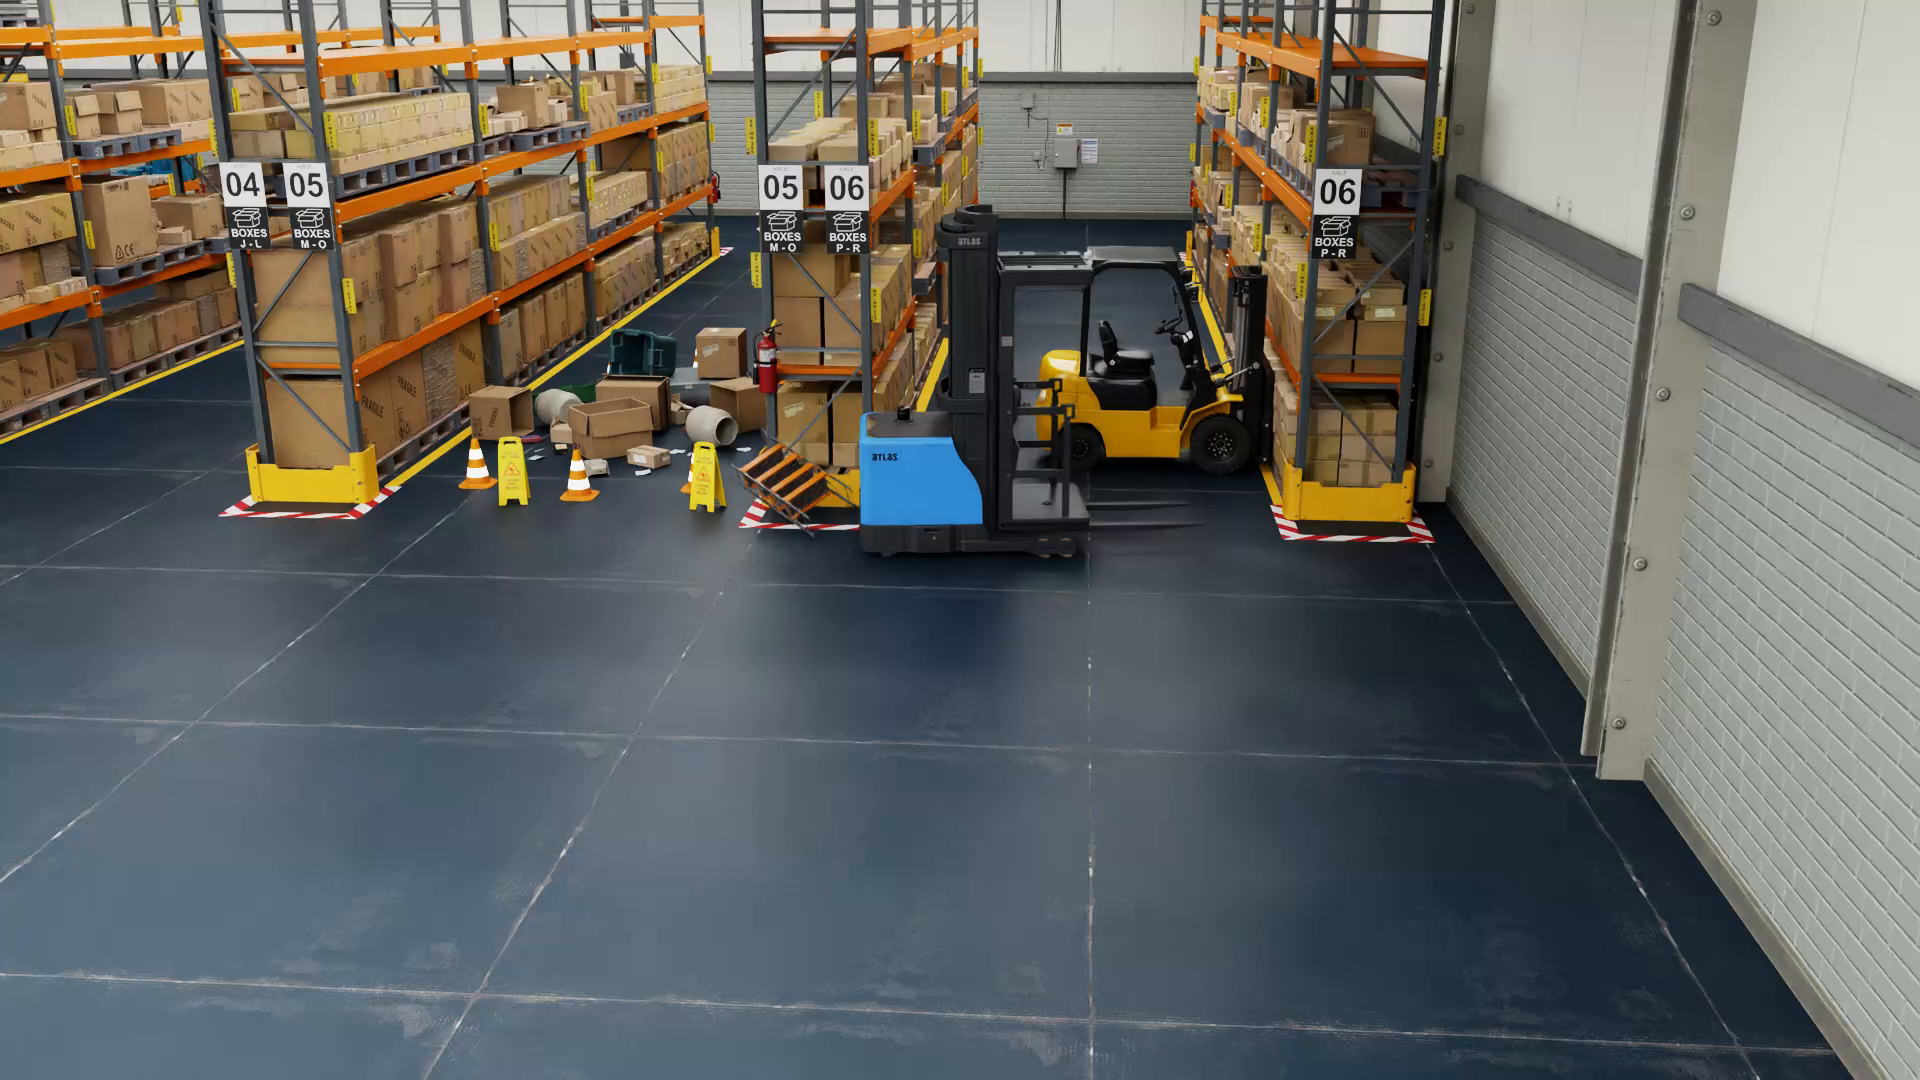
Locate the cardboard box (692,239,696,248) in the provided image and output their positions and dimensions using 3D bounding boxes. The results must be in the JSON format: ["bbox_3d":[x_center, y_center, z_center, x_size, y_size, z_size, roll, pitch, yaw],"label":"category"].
[{"bbox_3d":[-4.933,-5.312,29.743,0.380,0.149,0.250,2,18,5],"label":"cardboard box"}]

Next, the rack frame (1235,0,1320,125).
[{"bbox_3d":[4.202,-6.996,21.822,1.000,3.000,0.127,1,18,4],"label":"rack frame"}]

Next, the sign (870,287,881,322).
[{"bbox_3d":[-0.781,-2.170,15.337,0.100,0.325,0.005,1,18,4],"label":"sign"}]

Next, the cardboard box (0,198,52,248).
[{"bbox_3d":[-10.712,-3.597,18.838,0.500,0.500,0.500,1,18,4],"label":"cardboard box"}]

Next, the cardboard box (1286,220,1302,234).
[{"bbox_3d":[4.290,-3.918,20.861,0.380,0.149,0.250,2,18,5],"label":"cardboard box"}]

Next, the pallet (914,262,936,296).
[{"bbox_3d":[-0.836,-3.156,20.044,1.003,0.211,1.213,1,18,4],"label":"pallet"}]

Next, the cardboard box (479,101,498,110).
[{"bbox_3d":[-6.037,-5.429,21.166,0.500,0.311,0.500,1,18,3],"label":"cardboard box"}]

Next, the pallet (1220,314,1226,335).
[{"bbox_3d":[4.294,-3.051,23.896,1.003,0.211,1.213,1,18,4],"label":"pallet"}]

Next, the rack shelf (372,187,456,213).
[{"bbox_3d":[-10.203,-5.998,29.565,1.077,0.370,4.000,1,18,4],"label":"rack shelf"}]

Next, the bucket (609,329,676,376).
[{"bbox_3d":[-3.690,-2.165,19.528,0.726,0.611,0.620,8,10,23],"label":"bucket"}]

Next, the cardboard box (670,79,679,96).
[{"bbox_3d":[-5.042,-7.623,27.990,0.500,0.250,0.500,2,18,5],"label":"cardboard box"}]

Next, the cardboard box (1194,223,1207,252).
[{"bbox_3d":[4.638,-5.455,30.089,0.797,0.503,0.637,1,18,2],"label":"cardboard box"}]

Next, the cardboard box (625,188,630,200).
[{"bbox_3d":[-5.312,-5.345,25.670,0.380,0.149,0.250,0,18,1],"label":"cardboard box"}]

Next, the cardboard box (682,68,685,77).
[{"bbox_3d":[-4.974,-8.093,28.785,0.380,0.149,0.250,2,18,5],"label":"cardboard box"}]

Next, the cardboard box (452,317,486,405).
[{"bbox_3d":[-6.095,-2.088,19.215,0.875,0.875,0.875,2,18,5],"label":"cardboard box"}]

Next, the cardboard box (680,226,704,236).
[{"bbox_3d":[-4.872,-5.616,30.194,0.380,0.149,0.250,1,18,3],"label":"cardboard box"}]

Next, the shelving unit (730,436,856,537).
[{"bbox_3d":[-1.545,-0.503,15.311,0.503,0.258,1.200,-37,48,-24],"label":"shelving unit"}]

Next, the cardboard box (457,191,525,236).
[{"bbox_3d":[-5.879,-4.085,20.807,0.700,0.500,0.500,1,18,4],"label":"cardboard box"}]

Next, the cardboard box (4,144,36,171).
[{"bbox_3d":[-10.740,-4.279,18.587,0.500,0.250,0.500,2,18,5],"label":"cardboard box"}]

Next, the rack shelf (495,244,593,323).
[{"bbox_3d":[-5.837,-3.371,21.549,1.077,0.370,4.000,1,18,4],"label":"rack shelf"}]

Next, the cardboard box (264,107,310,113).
[{"bbox_3d":[-6.526,-4.131,16.184,0.380,0.149,0.250,2,18,5],"label":"cardboard box"}]

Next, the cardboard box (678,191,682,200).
[{"bbox_3d":[-5.014,-5.948,28.661,0.380,0.149,0.250,2,18,6],"label":"cardboard box"}]

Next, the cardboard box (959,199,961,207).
[{"bbox_3d":[-0.243,-5.281,26.463,0.500,0.250,0.500,1,18,3],"label":"cardboard box"}]

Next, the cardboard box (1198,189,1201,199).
[{"bbox_3d":[4.337,-6.016,28.868,0.380,0.149,0.250,1,18,2],"label":"cardboard box"}]

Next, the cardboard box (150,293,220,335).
[{"bbox_3d":[-10.688,-3.116,22.924,0.700,0.500,0.500,0,18,-1],"label":"cardboard box"}]

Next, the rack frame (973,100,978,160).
[{"bbox_3d":[-0.175,-6.739,30.674,1.000,3.000,0.127,1,18,4],"label":"rack frame"}]

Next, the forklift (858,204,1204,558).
[{"bbox_3d":[0.622,-1.402,14.495,3.031,2.935,1.130,-1,18,-3],"label":"forklift"}]

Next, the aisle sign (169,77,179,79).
[{"bbox_3d":[-14.703,-8.322,31.330,0.394,0.787,0.004,1,18,4],"label":"aisle sign"}]

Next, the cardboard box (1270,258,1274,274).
[{"bbox_3d":[3.531,-2.929,17.841,0.380,0.149,0.250,2,18,5],"label":"cardboard box"}]

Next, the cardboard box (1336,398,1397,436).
[{"bbox_3d":[3.852,-1.174,15.823,0.500,0.250,0.500,1,18,3],"label":"cardboard box"}]

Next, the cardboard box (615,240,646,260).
[{"bbox_3d":[-5.258,-4.548,26.121,0.500,0.250,0.500,2,18,7],"label":"cardboard box"}]

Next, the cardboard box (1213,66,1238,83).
[{"bbox_3d":[4.119,-7.193,25.666,0.396,0.266,0.258,1,18,3],"label":"cardboard box"}]

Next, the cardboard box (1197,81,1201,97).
[{"bbox_3d":[4.472,-7.994,29.447,0.500,0.250,0.500,1,18,3],"label":"cardboard box"}]

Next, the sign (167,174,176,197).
[{"bbox_3d":[-11.187,-5.038,23.620,0.100,0.325,0.005,1,18,4],"label":"sign"}]

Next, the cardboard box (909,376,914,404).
[{"bbox_3d":[-0.810,-1.716,19.084,0.500,0.250,0.500,2,18,6],"label":"cardboard box"}]

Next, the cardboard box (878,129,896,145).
[{"bbox_3d":[-0.856,-4.111,16.956,0.380,0.149,0.250,2,18,5],"label":"cardboard box"}]

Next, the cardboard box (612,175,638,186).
[{"bbox_3d":[-5.279,-5.646,26.112,0.380,0.149,0.250,1,18,2],"label":"cardboard box"}]

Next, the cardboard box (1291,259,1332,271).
[{"bbox_3d":[3.549,-2.750,16.819,0.380,0.149,0.250,2,18,5],"label":"cardboard box"}]

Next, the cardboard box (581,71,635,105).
[{"bbox_3d":[-5.543,-7.134,26.224,0.700,0.500,0.500,1,18,4],"label":"cardboard box"}]

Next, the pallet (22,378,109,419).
[{"bbox_3d":[-10.933,-1.699,19.770,1.003,0.211,1.213,1,18,4],"label":"pallet"}]

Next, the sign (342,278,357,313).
[{"bbox_3d":[-5.714,-2.284,15.559,0.100,0.325,0.005,1,18,4],"label":"sign"}]

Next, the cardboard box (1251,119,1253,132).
[{"bbox_3d":[3.747,-5.044,20.250,0.380,0.149,0.250,1,18,3],"label":"cardboard box"}]

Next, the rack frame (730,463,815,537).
[{"bbox_3d":[-1.723,-0.369,15.211,0.015,0.240,1.200,-37,48,-24],"label":"rack frame"}]

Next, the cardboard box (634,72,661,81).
[{"bbox_3d":[-5.130,-7.605,27.297,0.380,0.149,0.250,1,18,3],"label":"cardboard box"}]

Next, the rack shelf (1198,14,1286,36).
[{"bbox_3d":[4.633,-8.516,27.622,1.077,0.370,4.000,1,18,4],"label":"rack shelf"}]

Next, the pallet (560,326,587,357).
[{"bbox_3d":[-5.825,-2.766,23.024,1.003,0.211,1.213,1,18,4],"label":"pallet"}]

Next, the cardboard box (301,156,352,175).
[{"bbox_3d":[-5.922,-3.502,15.544,0.380,0.149,0.250,1,18,4],"label":"cardboard box"}]

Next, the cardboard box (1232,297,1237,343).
[{"bbox_3d":[4.144,-3.023,22.470,0.875,0.625,0.625,2,18,6],"label":"cardboard box"}]

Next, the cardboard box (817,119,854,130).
[{"bbox_3d":[-1.373,-4.526,18.223,0.380,0.149,0.250,2,18,6],"label":"cardboard box"}]

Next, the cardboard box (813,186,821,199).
[{"bbox_3d":[-1.537,-3.353,15.925,0.380,0.149,0.250,2,18,6],"label":"cardboard box"}]

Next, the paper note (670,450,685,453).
[{"bbox_3d":[-3.029,-0.952,17.799,0.148,0.019,0.142,8,20,23],"label":"paper note"}]

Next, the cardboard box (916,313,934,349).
[{"bbox_3d":[-0.844,-2.801,22.200,0.950,0.372,0.625,1,18,3],"label":"cardboard box"}]

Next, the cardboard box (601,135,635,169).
[{"bbox_3d":[-5.643,-6.392,27.370,0.500,0.500,0.500,1,18,2],"label":"cardboard box"}]
